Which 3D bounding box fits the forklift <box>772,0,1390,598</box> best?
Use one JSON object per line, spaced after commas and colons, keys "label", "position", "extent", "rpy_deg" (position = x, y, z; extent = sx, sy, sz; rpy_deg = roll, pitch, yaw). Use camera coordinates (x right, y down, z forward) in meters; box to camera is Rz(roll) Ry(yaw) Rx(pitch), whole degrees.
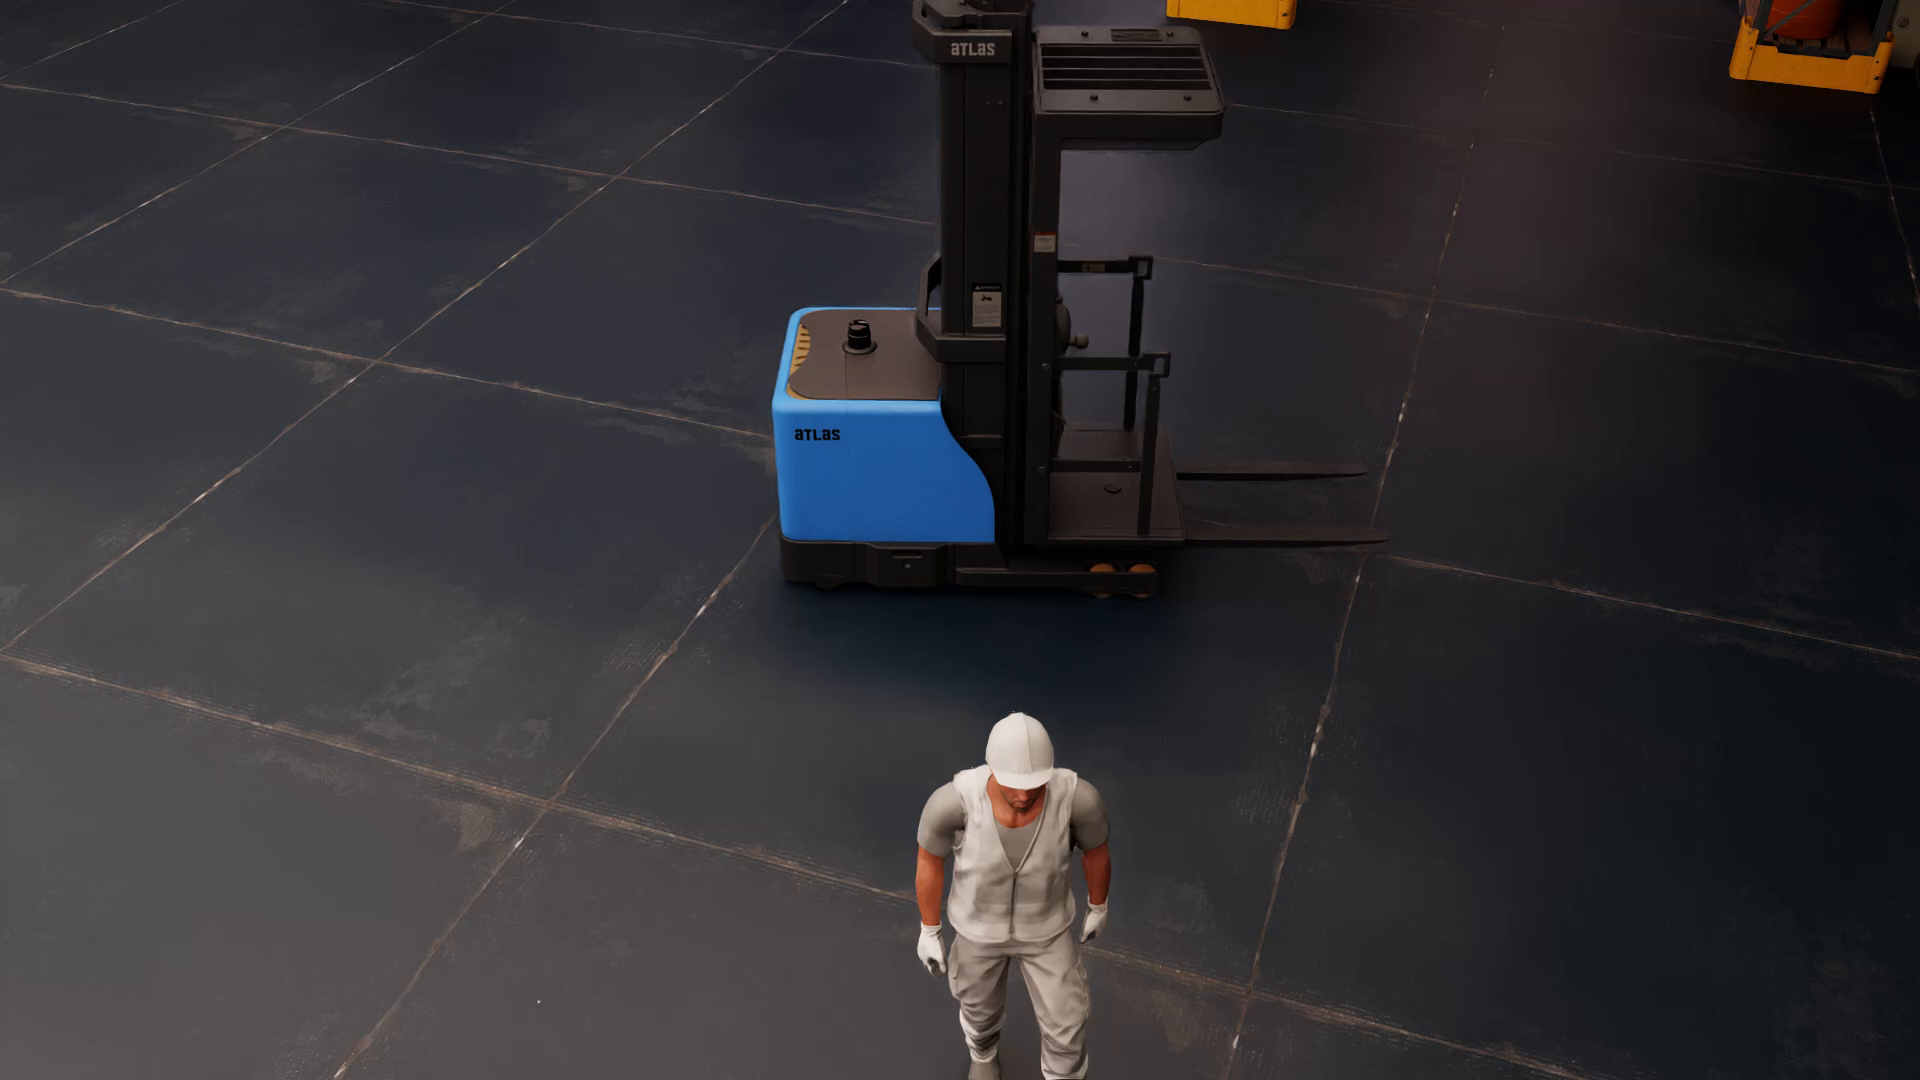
{"label": "forklift", "position": [0.628, -1.221, 7.833], "extent": [3.031, 2.935, 1.130], "rpy_deg": [0, 35, 1]}

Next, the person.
{"label": "person", "position": [0.175, 1.285, 5.348], "extent": [0.631, 1.816, 0.559], "rpy_deg": [0, 35, 0]}
